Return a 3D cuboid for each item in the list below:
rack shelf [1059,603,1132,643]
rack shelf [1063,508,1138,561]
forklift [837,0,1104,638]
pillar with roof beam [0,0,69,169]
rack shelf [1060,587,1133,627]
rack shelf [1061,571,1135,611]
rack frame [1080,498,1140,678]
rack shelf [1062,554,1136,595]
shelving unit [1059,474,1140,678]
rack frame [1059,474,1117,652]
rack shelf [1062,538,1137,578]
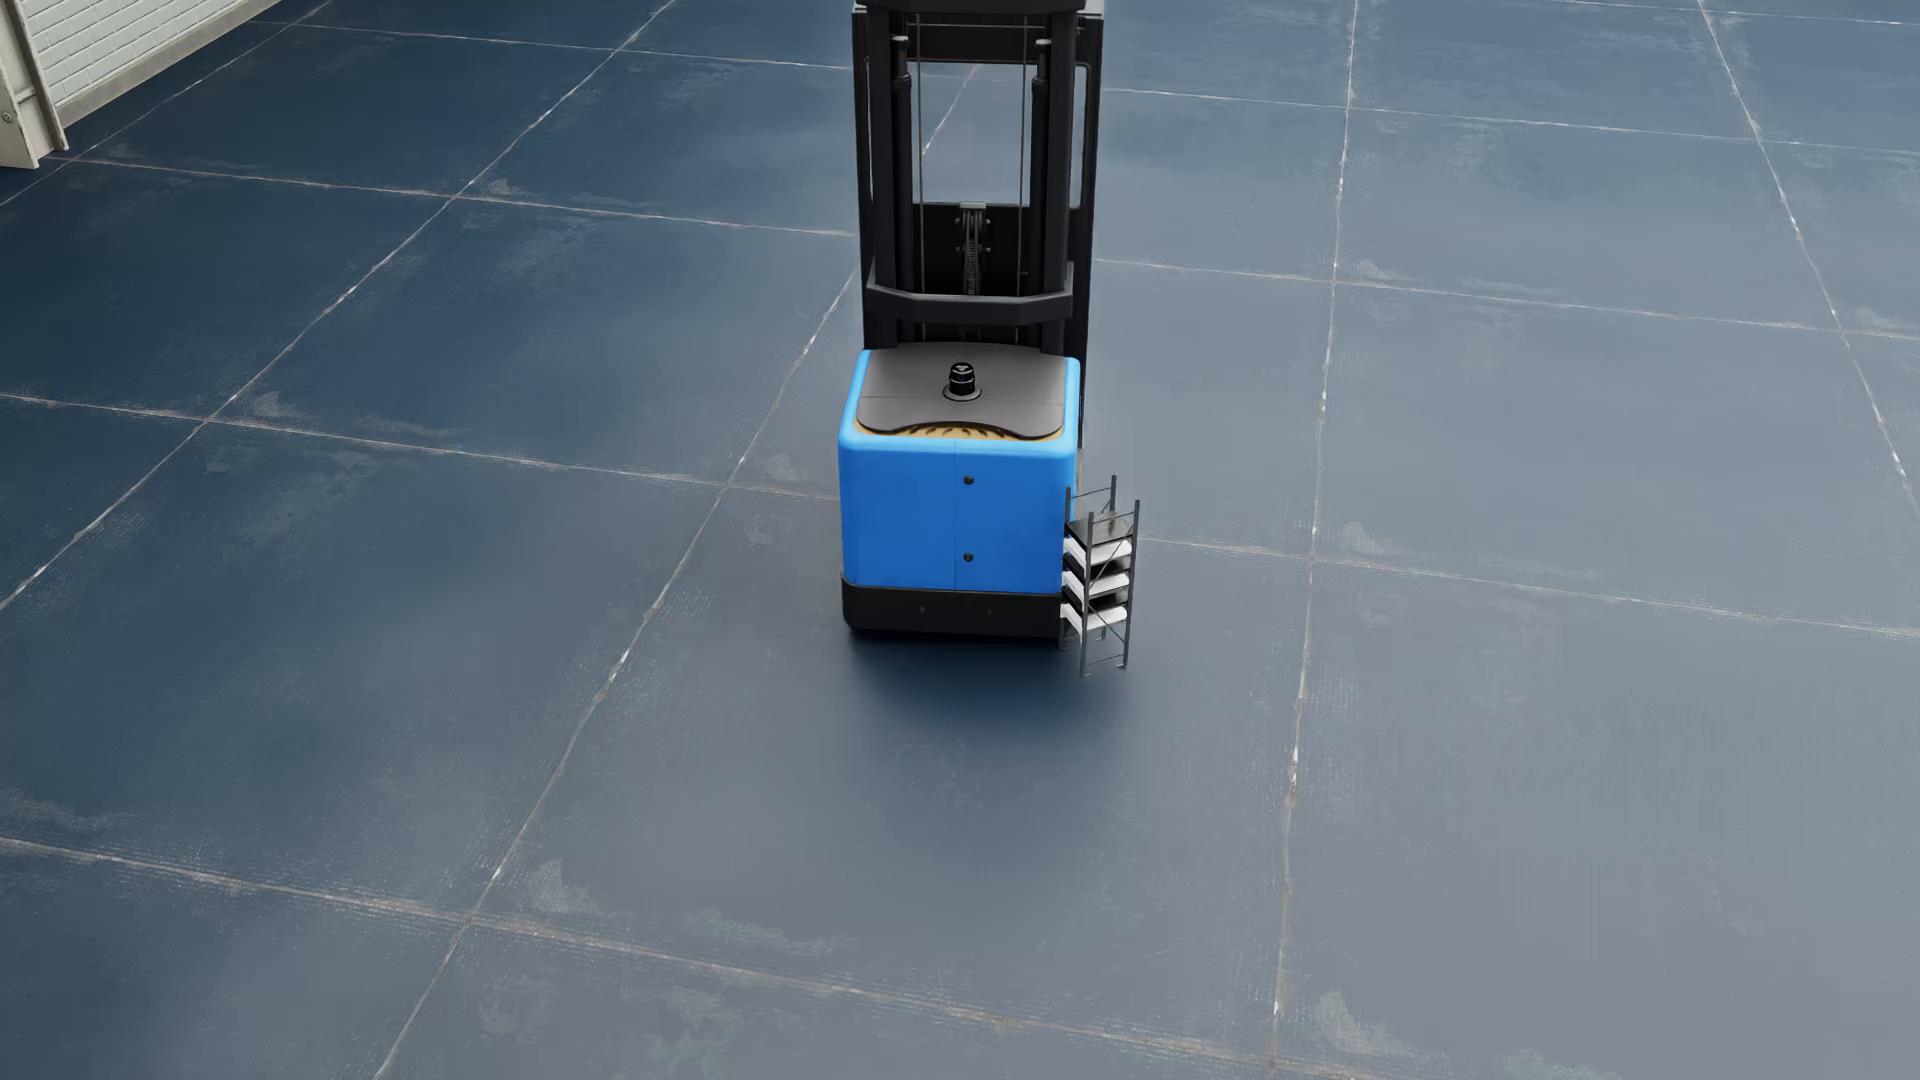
[{"bbox_3d":[0.601,0.339,7.378,0.258,0.077,0.200,-15,39,-20],"label":"rack shelf"},{"bbox_3d":[0.601,-0.025,7.114,0.258,0.077,0.200,-15,39,-20],"label":"rack shelf"},{"bbox_3d":[0.095,-1.591,7.947,1.130,2.935,3.031,3,36,4],"label":"forklift"},{"bbox_3d":[-2.536,-5.896,8.717,9.100,9.000,0.400,7,37,10],"label":"pillar with roof beam"},{"bbox_3d":[0.601,0.266,7.326,0.258,0.077,0.200,-15,39,-20],"label":"rack shelf"},{"bbox_3d":[0.601,0.194,7.273,0.258,0.077,0.200,-15,39,-20],"label":"rack shelf"},{"bbox_3d":[0.643,0.221,7.178,0.240,0.900,0.006,-15,39,-20],"label":"rack frame"},{"bbox_3d":[0.601,0.121,7.220,0.258,0.077,0.200,-15,39,-20],"label":"rack shelf"},{"bbox_3d":[0.601,0.167,7.253,0.258,0.900,0.210,-15,39,-20],"label":"shelving unit"},{"bbox_3d":[0.559,0.112,7.328,0.240,0.900,0.006,-15,39,-20],"label":"rack frame"},{"bbox_3d":[0.601,0.048,7.167,0.258,0.077,0.200,-15,39,-20],"label":"rack shelf"}]
